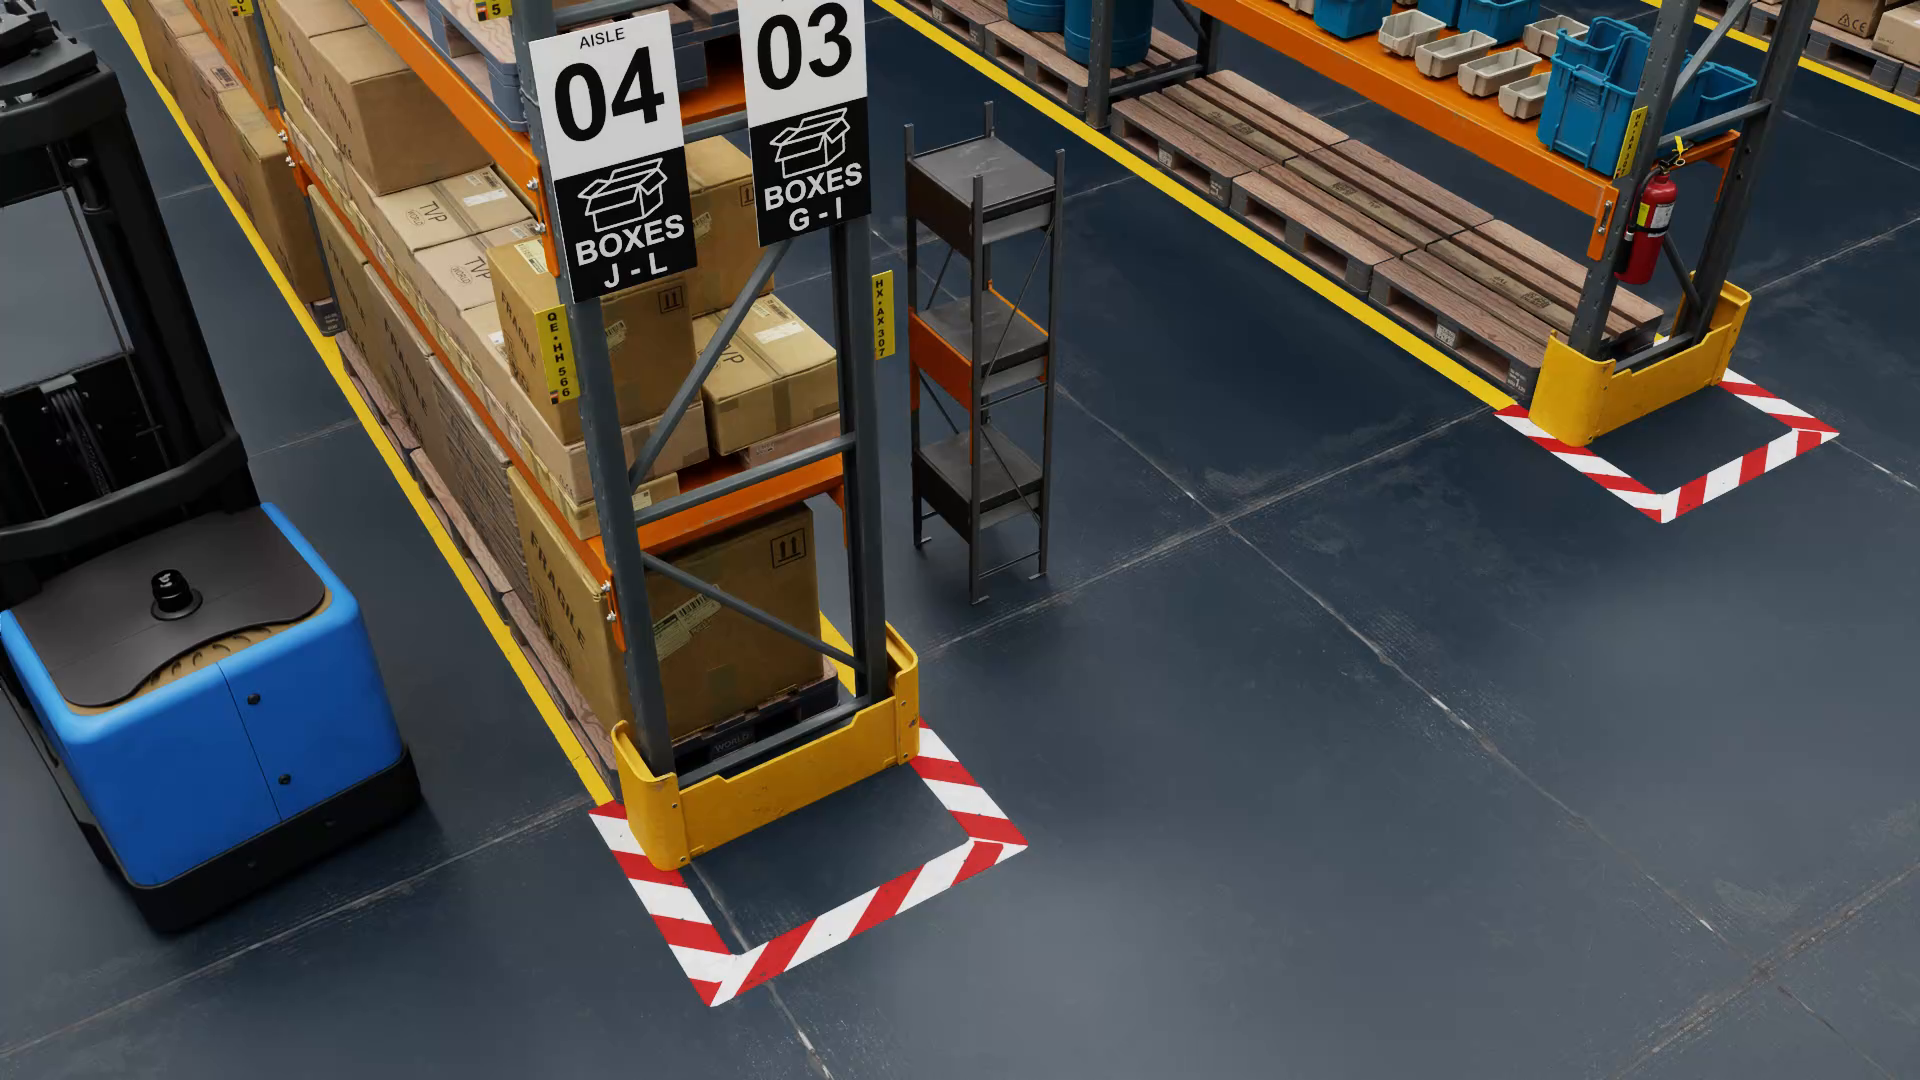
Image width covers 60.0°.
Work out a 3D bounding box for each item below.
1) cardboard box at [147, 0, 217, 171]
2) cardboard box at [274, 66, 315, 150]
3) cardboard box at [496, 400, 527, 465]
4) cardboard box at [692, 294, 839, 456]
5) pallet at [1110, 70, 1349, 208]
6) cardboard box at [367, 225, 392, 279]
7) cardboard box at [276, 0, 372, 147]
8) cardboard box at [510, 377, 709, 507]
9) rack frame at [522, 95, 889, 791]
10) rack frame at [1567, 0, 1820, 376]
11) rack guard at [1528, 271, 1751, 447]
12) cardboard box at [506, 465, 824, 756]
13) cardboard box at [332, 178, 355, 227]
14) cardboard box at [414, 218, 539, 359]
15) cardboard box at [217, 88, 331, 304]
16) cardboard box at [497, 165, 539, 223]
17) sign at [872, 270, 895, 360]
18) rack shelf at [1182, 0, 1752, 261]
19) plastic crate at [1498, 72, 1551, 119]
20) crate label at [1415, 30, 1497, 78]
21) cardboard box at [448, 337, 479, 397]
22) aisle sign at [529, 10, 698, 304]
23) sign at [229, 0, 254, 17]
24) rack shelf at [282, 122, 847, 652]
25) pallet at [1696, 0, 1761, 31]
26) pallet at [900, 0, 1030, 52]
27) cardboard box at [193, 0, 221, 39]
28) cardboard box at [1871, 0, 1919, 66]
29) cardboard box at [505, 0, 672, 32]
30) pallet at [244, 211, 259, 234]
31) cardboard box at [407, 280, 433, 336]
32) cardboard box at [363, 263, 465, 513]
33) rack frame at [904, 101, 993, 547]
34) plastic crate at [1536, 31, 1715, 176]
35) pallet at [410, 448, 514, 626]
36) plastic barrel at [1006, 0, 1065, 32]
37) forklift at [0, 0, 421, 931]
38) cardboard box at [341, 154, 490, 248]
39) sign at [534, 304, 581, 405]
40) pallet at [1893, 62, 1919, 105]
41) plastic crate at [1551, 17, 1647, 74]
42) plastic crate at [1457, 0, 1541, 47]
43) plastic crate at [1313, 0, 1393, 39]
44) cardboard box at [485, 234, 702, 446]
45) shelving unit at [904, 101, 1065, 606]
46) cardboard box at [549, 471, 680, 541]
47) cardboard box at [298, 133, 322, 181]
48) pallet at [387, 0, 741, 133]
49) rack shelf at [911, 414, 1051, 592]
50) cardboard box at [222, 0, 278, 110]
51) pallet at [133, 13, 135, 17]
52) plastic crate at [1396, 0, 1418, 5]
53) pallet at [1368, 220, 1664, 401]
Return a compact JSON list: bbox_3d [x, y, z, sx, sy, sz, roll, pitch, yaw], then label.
[{"bbox_3d":[-4.211,-2.997,10.335,1.225,0.875,0.875,-22,45,-24],"label":"cardboard box"},{"bbox_3d":[-2.855,-2.069,7.774,0.500,0.250,0.500,-23,45,-25],"label":"cardboard box"},{"bbox_3d":[-1.481,-0.456,6.150,0.380,0.149,0.250,-22,45,-24],"label":"cardboard box"},{"bbox_3d":[-0.767,-0.606,6.018,0.500,0.250,0.500,-23,45,-25],"label":"cardboard box"},{"bbox_3d":[1.717,-2.606,10.712,1.003,0.211,1.213,-22,45,-24],"label":"pallet"},{"bbox_3d":[-2.311,-1.286,7.146,0.380,0.149,0.250,-22,44,-24],"label":"cardboard box"},{"bbox_3d":[-2.587,-2.086,7.209,0.500,0.500,0.500,-22,45,-24],"label":"cardboard box"},{"bbox_3d":[-1.220,-0.424,5.800,0.500,0.250,0.500,-23,45,-25],"label":"cardboard box"},{"bbox_3d":[-0.736,-0.197,5.643,1.000,3.000,0.127,-22,45,-24],"label":"rack frame"},{"bbox_3d":[3.440,-1.902,7.689,1.000,3.000,0.127,-22,45,-24],"label":"rack frame"},{"bbox_3d":[3.464,-0.933,8.479,1.175,0.500,0.348,-22,45,-24],"label":"rack guard"},{"bbox_3d":[-1.148,0.140,6.570,0.875,0.875,0.875,-22,45,-24],"label":"cardboard box"},{"bbox_3d":[-2.582,-1.560,7.475,0.380,0.149,0.250,-23,45,-26],"label":"cardboard box"},{"bbox_3d":[-1.767,-0.972,6.459,0.500,0.250,0.500,-24,45,-26],"label":"cardboard box"},{"bbox_3d":[-3.248,-2.040,9.186,1.225,0.875,0.875,-22,45,-24],"label":"cardboard box"},{"bbox_3d":[-1.604,-1.436,7.015,0.500,0.250,0.500,-23,45,-25],"label":"cardboard box"},{"bbox_3d":[-0.265,-0.748,5.566,0.100,0.325,0.005,-22,45,-24],"label":"sign"},{"bbox_3d":[2.364,-2.705,9.215,1.077,0.370,4.000,-22,45,-24],"label":"rack shelf"},{"bbox_3d":[2.849,-2.201,8.208,0.396,0.136,0.243,-22,45,-24],"label":"plastic crate"},{"bbox_3d":[2.535,-2.505,8.572,0.396,0.136,0.243,-22,45,-24],"label":"crate label"},{"bbox_3d":[-1.756,-0.730,6.479,0.380,0.149,0.250,-23,45,-25],"label":"cardboard box"},{"bbox_3d":[-0.950,-1.054,4.640,0.394,0.787,0.004,-22,45,-24],"label":"aisle sign"},{"bbox_3d":[-3.339,-2.578,7.658,0.100,0.325,0.005,-22,45,-24],"label":"sign"},{"bbox_3d":[-1.812,-1.000,7.169,1.077,0.370,4.000,-22,45,-24],"label":"rack shelf"},{"bbox_3d":[5.836,-4.321,12.771,1.003,0.211,1.213,-22,45,-24],"label":"pallet"},{"bbox_3d":[0.249,-4.079,12.481,1.003,0.211,1.213,-22,45,-24],"label":"pallet"},{"bbox_3d":[-3.916,-3.102,9.051,0.500,0.500,0.500,-23,45,-25],"label":"cardboard box"},{"bbox_3d":[6.633,-3.449,11.350,0.500,0.250,0.500,-22,45,-24],"label":"cardboard box"},{"bbox_3d":[-1.061,-1.850,4.799,0.700,0.500,0.500,-25,46,-27],"label":"cardboard box"},{"bbox_3d":[-4.025,-2.334,10.386,1.003,0.211,1.213,-22,45,-24],"label":"pallet"},{"bbox_3d":[-2.027,-1.004,6.808,0.380,0.149,0.250,-21,44,-24],"label":"cardboard box"},{"bbox_3d":[-2.116,-0.831,7.736,0.875,0.875,0.875,-22,45,-24],"label":"cardboard box"},{"bbox_3d":[-0.042,-0.849,7.129,0.400,2.100,0.015,-22,45,-24],"label":"rack frame"},{"bbox_3d":[3.102,-2.055,7.798,0.616,0.435,0.499,-22,45,-24],"label":"plastic crate"},{"bbox_3d":[-1.884,-0.188,7.811,1.003,0.211,1.213,-22,45,-24],"label":"pallet"},{"bbox_3d":[0.630,-4.098,11.635,0.600,0.901,0.708,-22,45,-24],"label":"plastic barrel"},{"bbox_3d":[-3.431,-0.598,6.178,1.130,2.935,3.031,-28,48,-30],"label":"forklift"},{"bbox_3d":[-2.309,-1.521,7.117,0.500,0.250,0.500,-21,44,-23],"label":"cardboard box"},{"bbox_3d":[-1.201,-0.553,4.982,0.100,0.325,0.005,-22,45,-24],"label":"sign"},{"bbox_3d":[7.148,-3.004,11.191,1.003,0.211,1.213,-22,45,-24],"label":"pallet"},{"bbox_3d":[3.231,-2.462,8.446,0.416,0.233,0.300,-22,45,-24],"label":"plastic crate"},{"bbox_3d":[2.877,-2.818,8.872,0.416,0.233,0.300,-22,45,-24],"label":"plastic crate"},{"bbox_3d":[2.119,-2.881,8.948,0.416,0.233,0.300,-22,45,-24],"label":"plastic crate"},{"bbox_3d":[-1.220,-0.714,5.563,0.500,0.500,0.500,-22,44,-24],"label":"cardboard box"},{"bbox_3d":[0.089,-0.717,6.971,0.431,2.100,0.503,-22,45,-24],"label":"shelving unit"},{"bbox_3d":[-1.205,-0.179,5.818,0.380,0.149,0.250,-21,44,-24],"label":"cardboard box"},{"bbox_3d":[-2.867,-1.843,7.815,0.380,0.149,0.250,-24,45,-26],"label":"cardboard box"},{"bbox_3d":[-1.144,-1.712,5.187,1.003,0.211,1.213,-22,45,-24],"label":"pallet"},{"bbox_3d":[0.089,-0.169,7.427,0.431,0.518,0.480,-22,45,-24],"label":"rack shelf"},{"bbox_3d":[-3.369,-2.553,8.392,0.500,0.500,0.500,-22,45,-24],"label":"cardboard box"},{"bbox_3d":[-5.457,-3.866,12.224,1.003,0.211,1.213,-22,45,-24],"label":"pallet"},{"bbox_3d":[2.479,-3.146,9.342,0.293,0.136,0.466,-22,45,-24],"label":"plastic crate"},{"bbox_3d":[3.029,-1.289,9.132,1.003,0.211,1.213,-22,45,-24],"label":"pallet"}]
